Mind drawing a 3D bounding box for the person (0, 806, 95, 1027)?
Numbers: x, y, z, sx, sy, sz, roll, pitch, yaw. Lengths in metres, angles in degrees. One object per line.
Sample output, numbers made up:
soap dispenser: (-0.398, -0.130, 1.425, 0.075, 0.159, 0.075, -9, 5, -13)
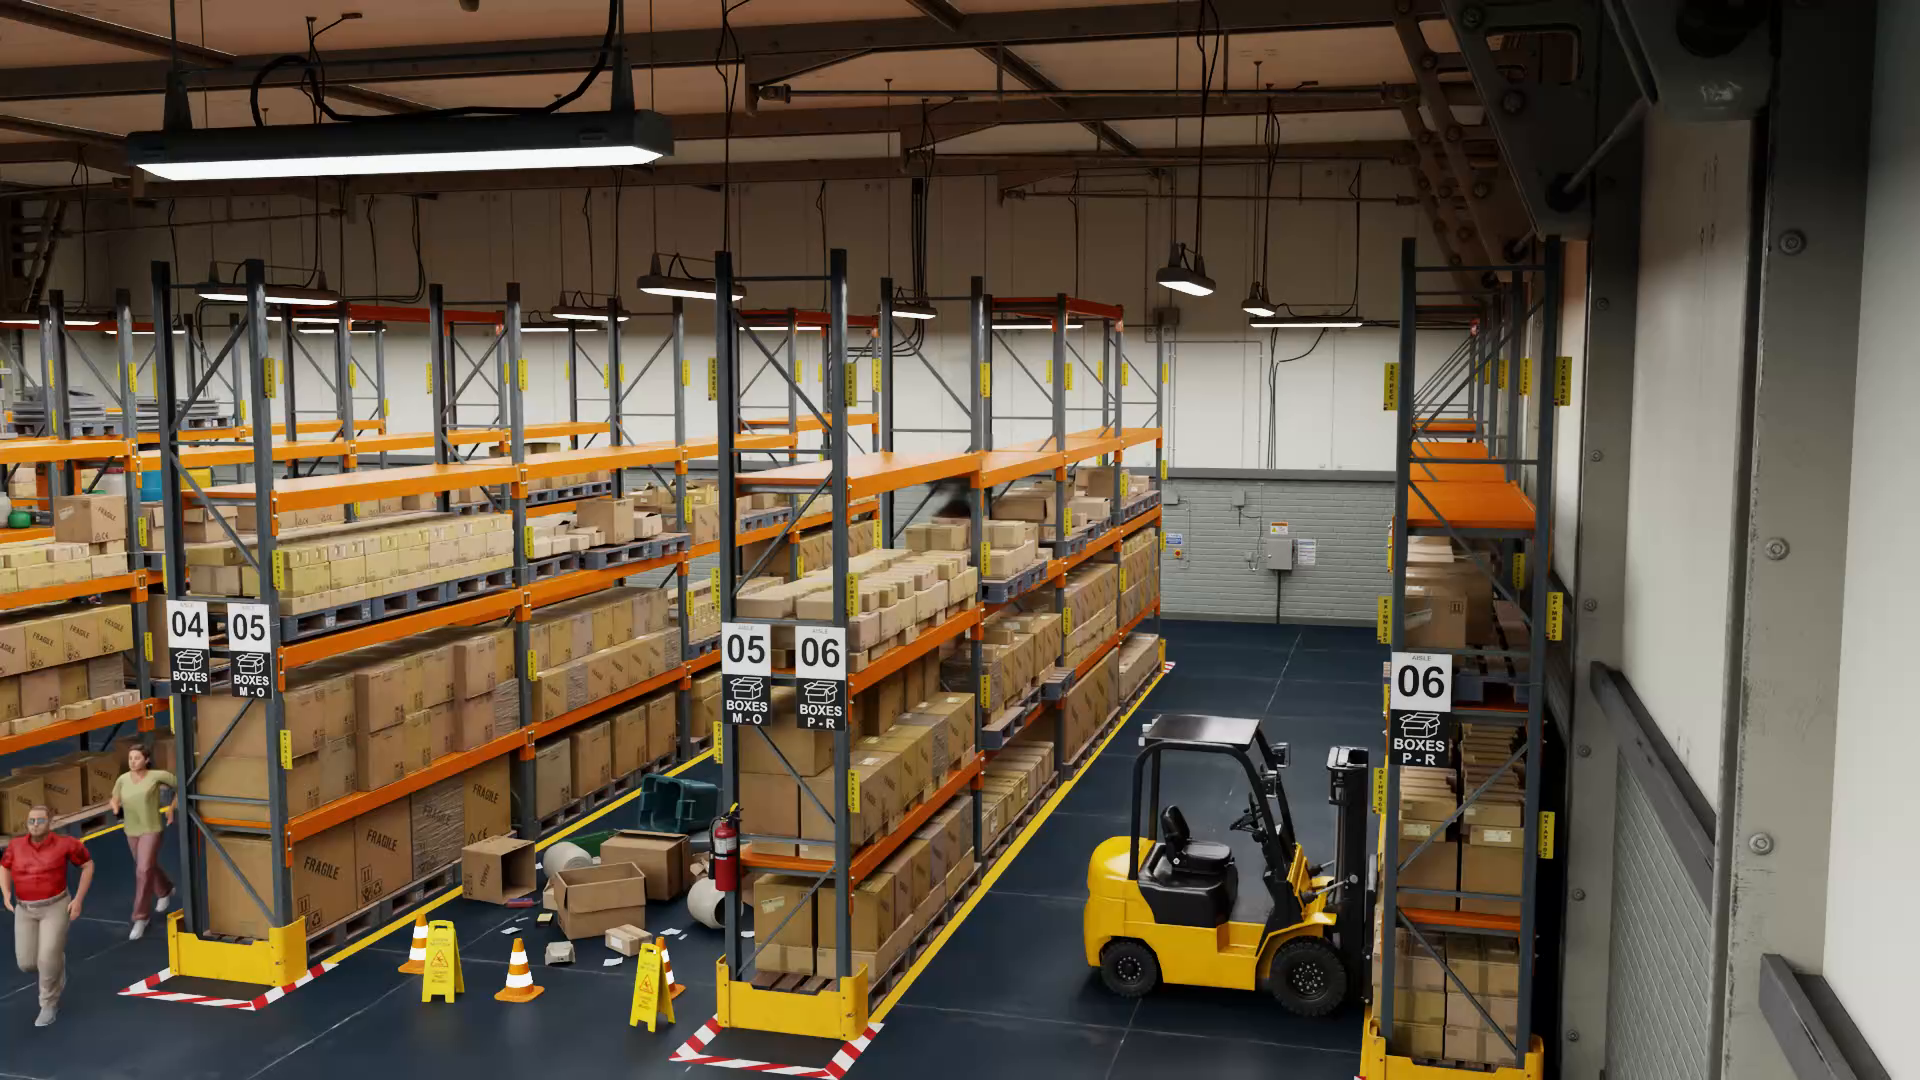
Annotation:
person: (-7.280, 2.944, 13.246, 0.700, 1.703, 0.666, -1, 6, -7)

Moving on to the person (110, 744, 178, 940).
person: (-7.501, 2.705, 15.284, 0.571, 1.701, 0.891, 1, 6, 6)
